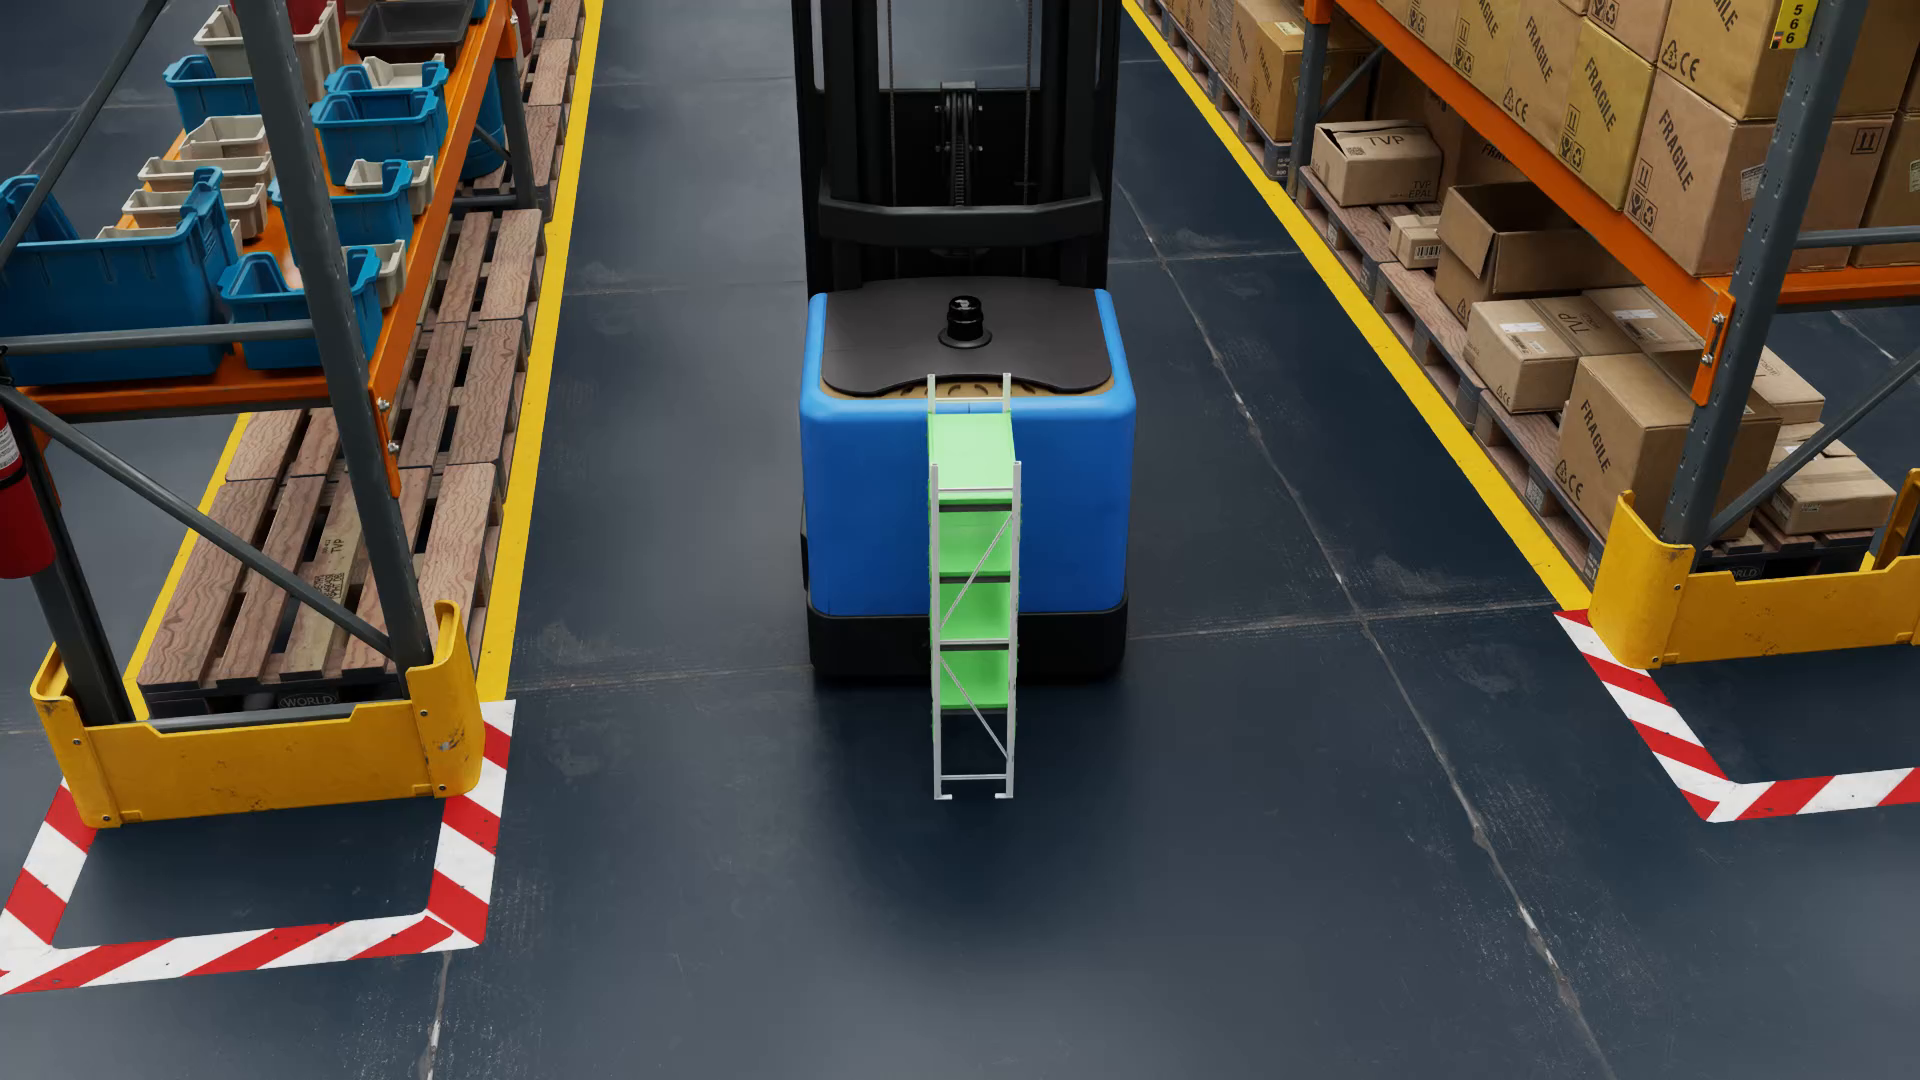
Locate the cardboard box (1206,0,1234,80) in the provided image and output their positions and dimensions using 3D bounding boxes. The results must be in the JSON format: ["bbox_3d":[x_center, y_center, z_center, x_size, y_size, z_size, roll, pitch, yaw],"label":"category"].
[{"bbox_3d":[1.793,-3.087,9.945,0.500,0.500,0.500,-4,34,-6],"label":"cardboard box"}]

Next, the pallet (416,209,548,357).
[{"bbox_3d":[-2.503,-1.195,7.816,1.003,0.211,1.213,-4,35,-6],"label":"pallet"}]

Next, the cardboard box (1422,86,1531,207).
[{"bbox_3d":[2.626,-1.980,8.321,0.500,0.500,0.500,-4,35,-6],"label":"cardboard box"}]

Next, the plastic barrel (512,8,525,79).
[{"bbox_3d":[-2.779,-2.922,9.710,0.421,0.512,0.421,0,34,0],"label":"plastic barrel"}]

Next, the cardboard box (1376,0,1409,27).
[{"bbox_3d":[2.139,-2.578,7.281,0.500,0.500,0.500,-4,34,-6],"label":"cardboard box"}]

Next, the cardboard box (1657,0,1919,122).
[{"bbox_3d":[2.474,-1.578,4.925,0.500,0.500,0.500,-5,35,-7],"label":"cardboard box"}]

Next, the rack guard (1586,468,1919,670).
[{"bbox_3d":[2.797,0.095,5.667,1.175,0.500,0.348,-4,35,-6],"label":"rack guard"}]

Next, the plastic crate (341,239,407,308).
[{"bbox_3d":[-1.770,-0.786,4.921,0.250,0.136,0.298,-4,35,-6],"label":"plastic crate"}]

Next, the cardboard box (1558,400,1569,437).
[{"bbox_3d":[2.524,-0.424,6.334,0.380,0.166,0.250,-4,35,-6],"label":"cardboard box"}]

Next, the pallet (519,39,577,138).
[{"bbox_3d":[-2.870,-2.718,10.051,1.003,0.211,1.213,-4,35,-6],"label":"pallet"}]

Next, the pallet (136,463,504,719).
[{"bbox_3d":[-2.175,0.167,5.818,1.003,0.211,1.213,-4,35,-6],"label":"pallet"}]

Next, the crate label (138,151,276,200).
[{"bbox_3d":[-2.478,-1.196,5.522,0.396,0.136,0.243,-4,35,-6],"label":"crate label"}]

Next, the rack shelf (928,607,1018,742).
[{"bbox_3d":[0.034,0.406,5.128,0.258,0.148,0.480,-1,34,-1],"label":"rack shelf"}]

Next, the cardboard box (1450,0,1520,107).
[{"bbox_3d":[2.274,-2.015,6.455,0.500,0.500,0.500,-5,35,-7],"label":"cardboard box"}]

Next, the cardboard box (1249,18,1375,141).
[{"bbox_3d":[1.918,-2.530,9.128,0.500,0.500,0.500,-5,35,-7],"label":"cardboard box"}]

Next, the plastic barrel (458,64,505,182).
[{"bbox_3d":[-2.696,-2.366,8.548,0.600,0.901,0.708,-4,35,-6],"label":"plastic barrel"}]

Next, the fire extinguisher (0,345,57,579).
[{"bbox_3d":[-2.532,-0.218,4.306,0.296,0.674,0.183,-4,35,-6],"label":"fire extinguisher"}]

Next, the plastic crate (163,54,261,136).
[{"bbox_3d":[-2.632,-1.605,6.036,0.416,0.233,0.300,-4,35,-6],"label":"plastic crate"}]

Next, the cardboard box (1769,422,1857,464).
[{"bbox_3d":[3.057,-0.306,6.160,0.380,0.166,0.250,-4,35,-6],"label":"cardboard box"}]

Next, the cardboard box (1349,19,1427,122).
[{"bbox_3d":[2.445,-2.565,9.179,0.500,0.500,0.500,-6,35,-9],"label":"cardboard box"}]

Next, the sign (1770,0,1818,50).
[{"bbox_3d":[2.254,-1.474,4.440,0.100,0.325,0.005,-4,35,-6],"label":"sign"}]

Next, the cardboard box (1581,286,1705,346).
[{"bbox_3d":[2.880,-0.824,6.847,0.500,0.250,0.500,-4,35,-6],"label":"cardboard box"}]

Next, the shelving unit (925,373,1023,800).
[{"bbox_3d":[0.034,0.155,4.957,0.258,1.200,0.503,-1,34,-1],"label":"shelving unit"}]

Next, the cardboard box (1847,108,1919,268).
[{"bbox_3d":[3.008,-1.204,5.265,0.500,0.500,0.500,-4,34,-5],"label":"cardboard box"}]

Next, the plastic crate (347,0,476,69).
[{"bbox_3d":[-2.223,-2.061,6.802,0.437,0.125,0.590,-4,35,-6],"label":"plastic crate"}]

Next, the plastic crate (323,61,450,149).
[{"bbox_3d":[-2.027,-1.543,5.946,0.416,0.233,0.300,-4,35,-6],"label":"plastic crate"}]

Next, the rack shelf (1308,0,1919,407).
[{"bbox_3d":[2.538,-1.714,6.741,1.077,0.370,4.000,-4,35,-6],"label":"rack shelf"}]

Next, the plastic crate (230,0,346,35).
[{"bbox_3d":[-2.769,-2.289,6.835,0.402,0.464,0.583,-4,35,-6],"label":"plastic crate"}]

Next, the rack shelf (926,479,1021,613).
[{"bbox_3d":[0.034,0.010,4.858,0.258,0.148,0.480,-1,34,-1],"label":"rack shelf"}]

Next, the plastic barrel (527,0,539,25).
[{"bbox_3d":[-2.931,-3.552,10.635,0.421,0.512,0.421,0,34,0],"label":"plastic barrel"}]

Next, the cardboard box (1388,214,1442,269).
[{"bbox_3d":[2.237,-1.406,7.775,0.380,0.166,0.250,-4,35,-6],"label":"cardboard box"}]

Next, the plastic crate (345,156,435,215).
[{"bbox_3d":[-1.861,-1.165,5.476,0.250,0.136,0.298,-4,35,-6],"label":"plastic crate"}]

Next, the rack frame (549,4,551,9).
[{"bbox_3d":[-3.178,-4.987,10.904,1.000,3.000,0.127,-4,35,-6],"label":"rack frame"}]

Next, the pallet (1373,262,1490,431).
[{"bbox_3d":[2.528,-0.910,7.398,1.003,0.211,1.213,-4,35,-6],"label":"pallet"}]

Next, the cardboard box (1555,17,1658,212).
[{"bbox_3d":[2.404,-1.455,5.633,0.500,0.500,0.500,-4,34,-6],"label":"cardboard box"}]

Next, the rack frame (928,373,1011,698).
[{"bbox_3d":[0.027,0.018,5.158,0.240,1.200,0.015,-1,34,-1],"label":"rack frame"}]

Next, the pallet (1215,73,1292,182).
[{"bbox_3d":[2.122,-2.426,9.623,1.003,0.211,1.213,-4,35,-6],"label":"pallet"}]

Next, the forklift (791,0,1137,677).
[{"bbox_3d":[-0.020,-1.562,5.940,1.130,2.935,3.031,-1,34,-2],"label":"forklift"}]

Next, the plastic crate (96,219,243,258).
[{"bbox_3d":[-2.391,-0.880,5.058,0.396,0.136,0.243,-4,35,-6],"label":"plastic crate"}]

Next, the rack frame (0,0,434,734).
[{"bbox_3d":[-2.102,-0.522,4.353,1.000,3.000,0.127,-4,35,-6],"label":"rack frame"}]

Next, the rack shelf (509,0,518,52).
[{"bbox_3d":[-2.909,-3.573,9.469,1.077,0.370,4.000,-4,35,-6],"label":"rack shelf"}]

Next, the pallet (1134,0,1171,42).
[{"bbox_3d":[1.794,-3.788,11.621,1.003,0.211,1.213,-4,35,-6],"label":"pallet"}]

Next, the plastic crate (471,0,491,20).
[{"bbox_3d":[-2.239,-2.538,7.272,0.392,0.384,0.575,-4,35,-6],"label":"plastic crate"}]

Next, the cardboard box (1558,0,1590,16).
[{"bbox_3d":[2.331,-2.148,5.762,0.500,0.500,0.500,-3,34,-5],"label":"cardboard box"}]

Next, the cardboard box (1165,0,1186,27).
[{"bbox_3d":[1.647,-3.661,10.787,0.500,0.500,0.500,-5,35,-7],"label":"cardboard box"}]
